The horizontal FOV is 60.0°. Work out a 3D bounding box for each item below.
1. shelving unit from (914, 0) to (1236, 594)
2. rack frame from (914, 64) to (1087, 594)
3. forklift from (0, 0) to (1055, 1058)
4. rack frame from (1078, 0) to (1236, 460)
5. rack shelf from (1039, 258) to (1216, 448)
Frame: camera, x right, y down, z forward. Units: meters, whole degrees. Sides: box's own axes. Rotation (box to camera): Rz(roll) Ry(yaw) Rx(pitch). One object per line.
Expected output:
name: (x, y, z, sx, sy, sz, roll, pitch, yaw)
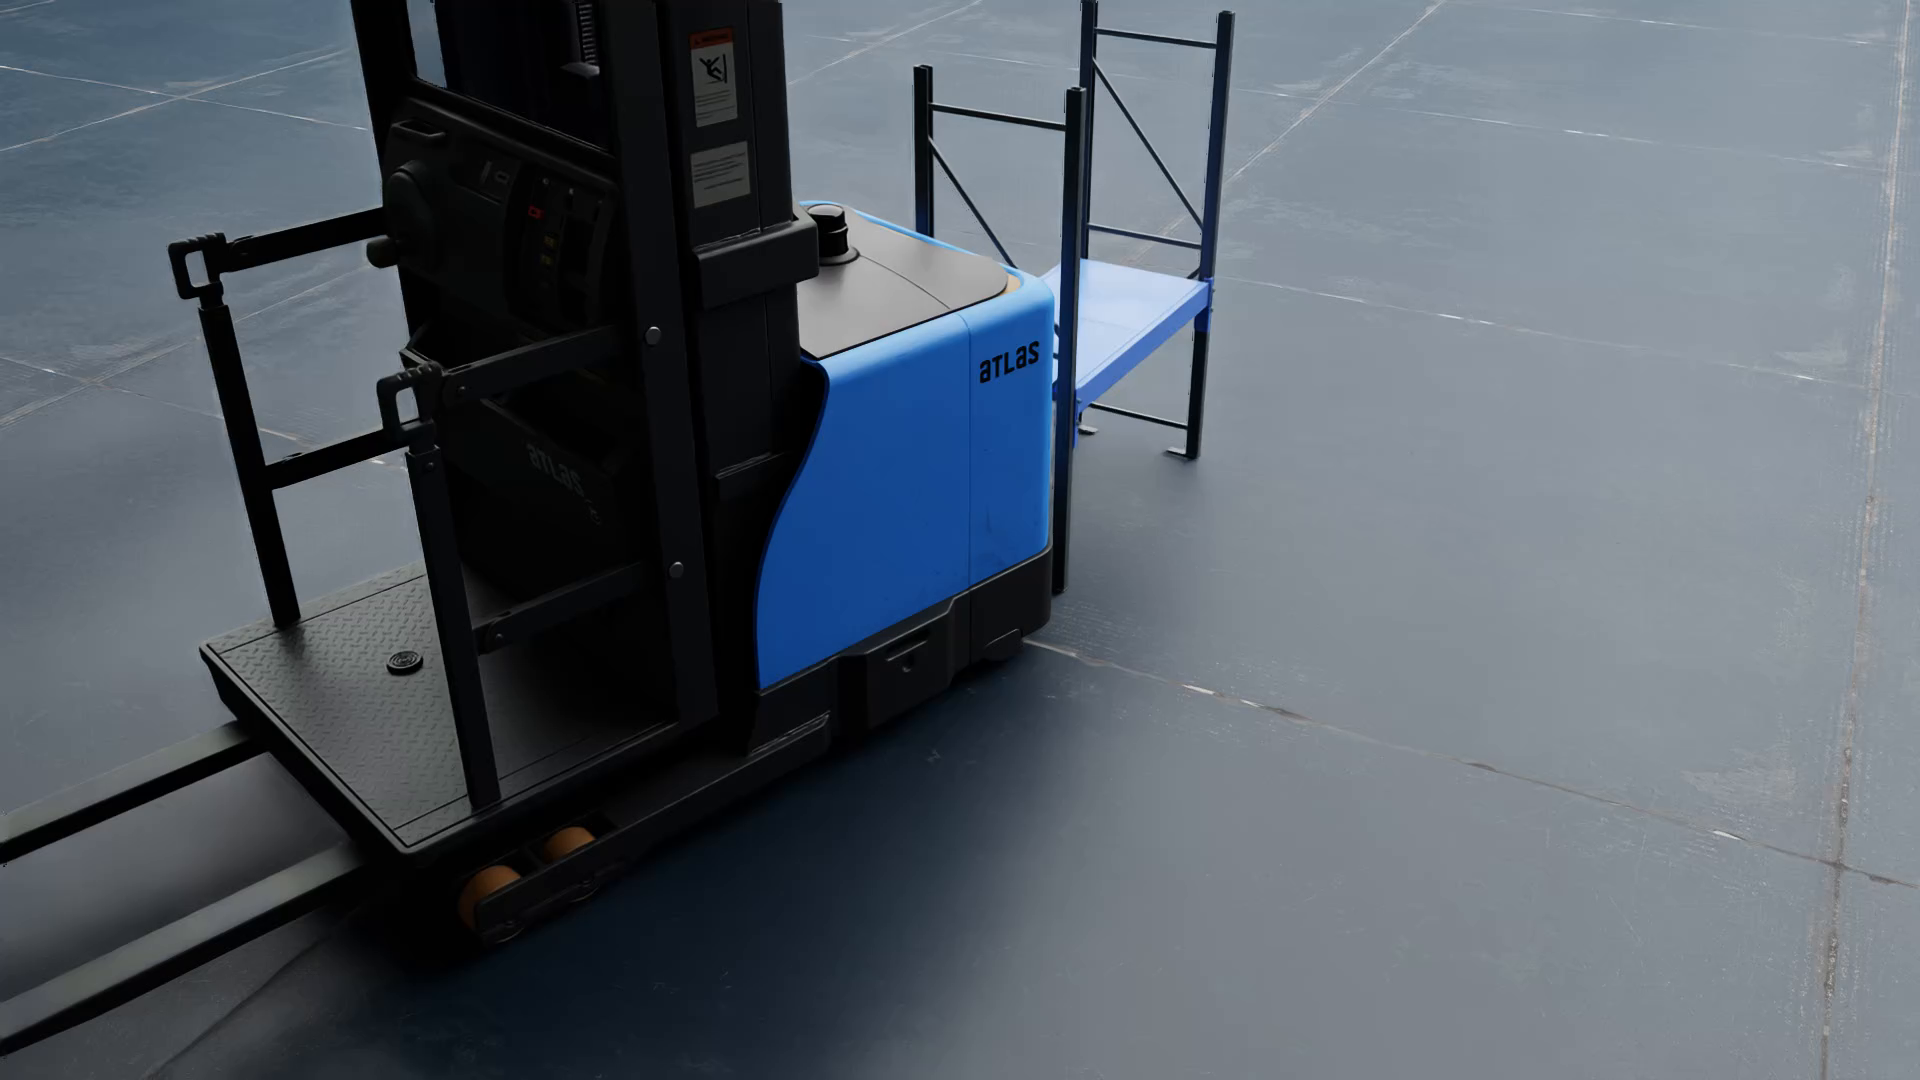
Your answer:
shelving unit: (0.353, -0.777, 5.097, 0.538, 1.500, 1.048, 16, 34, 26)
rack frame: (0.100, -0.558, 4.715, 0.500, 1.500, 0.032, 16, 34, 26)
forklift: (-1.160, -0.671, 3.475, 3.031, 2.935, 1.130, -25, 38, -36)
rack frame: (0.607, -0.997, 5.480, 0.500, 1.500, 0.032, 16, 34, 26)
rack shelf: (0.353, -0.621, 5.187, 0.538, 0.185, 1.000, 16, 34, 26)
